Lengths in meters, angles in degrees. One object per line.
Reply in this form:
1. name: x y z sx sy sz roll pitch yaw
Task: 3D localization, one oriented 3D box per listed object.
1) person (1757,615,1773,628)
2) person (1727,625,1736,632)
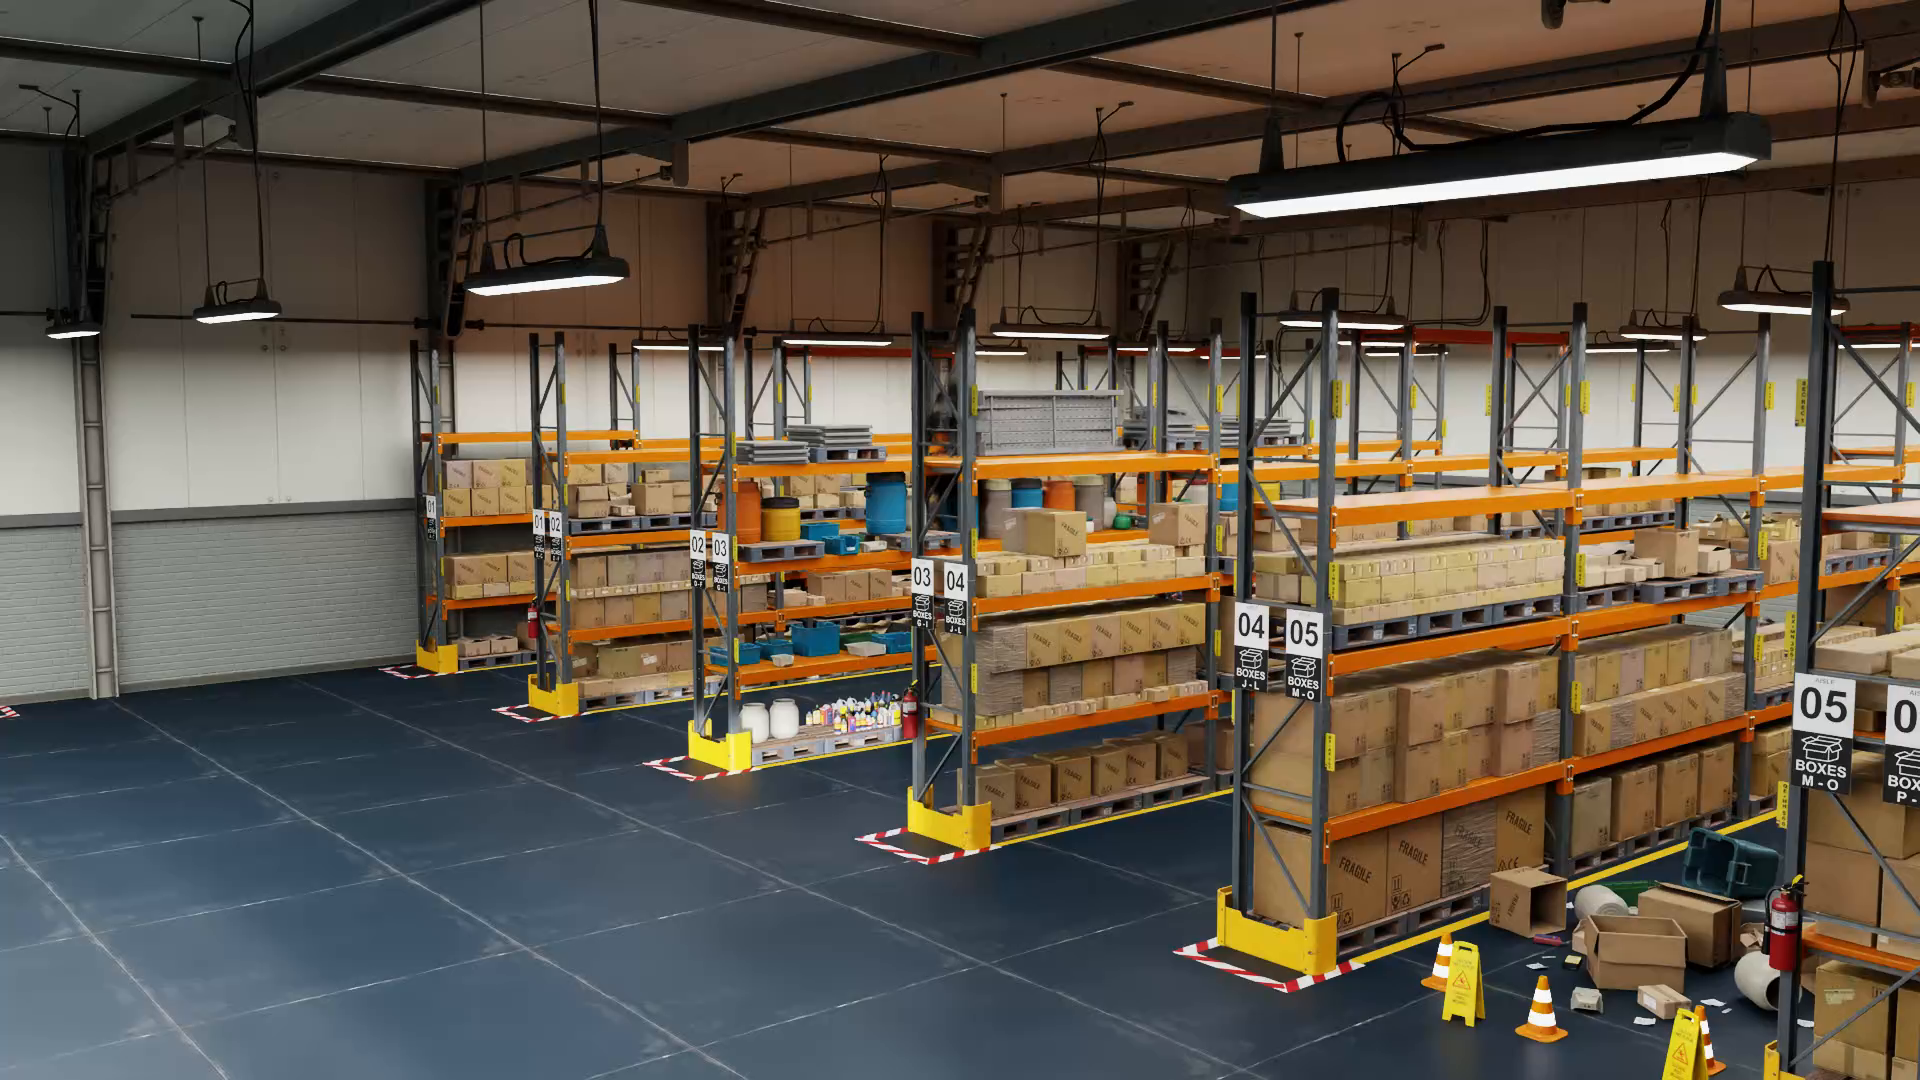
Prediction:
1. person: 11.891 2.003 24.629 0.881 1.810 0.659 -4 7 -37
2. person: 11.035 2.078 23.901 1.021 1.758 0.726 -5 7 -45
